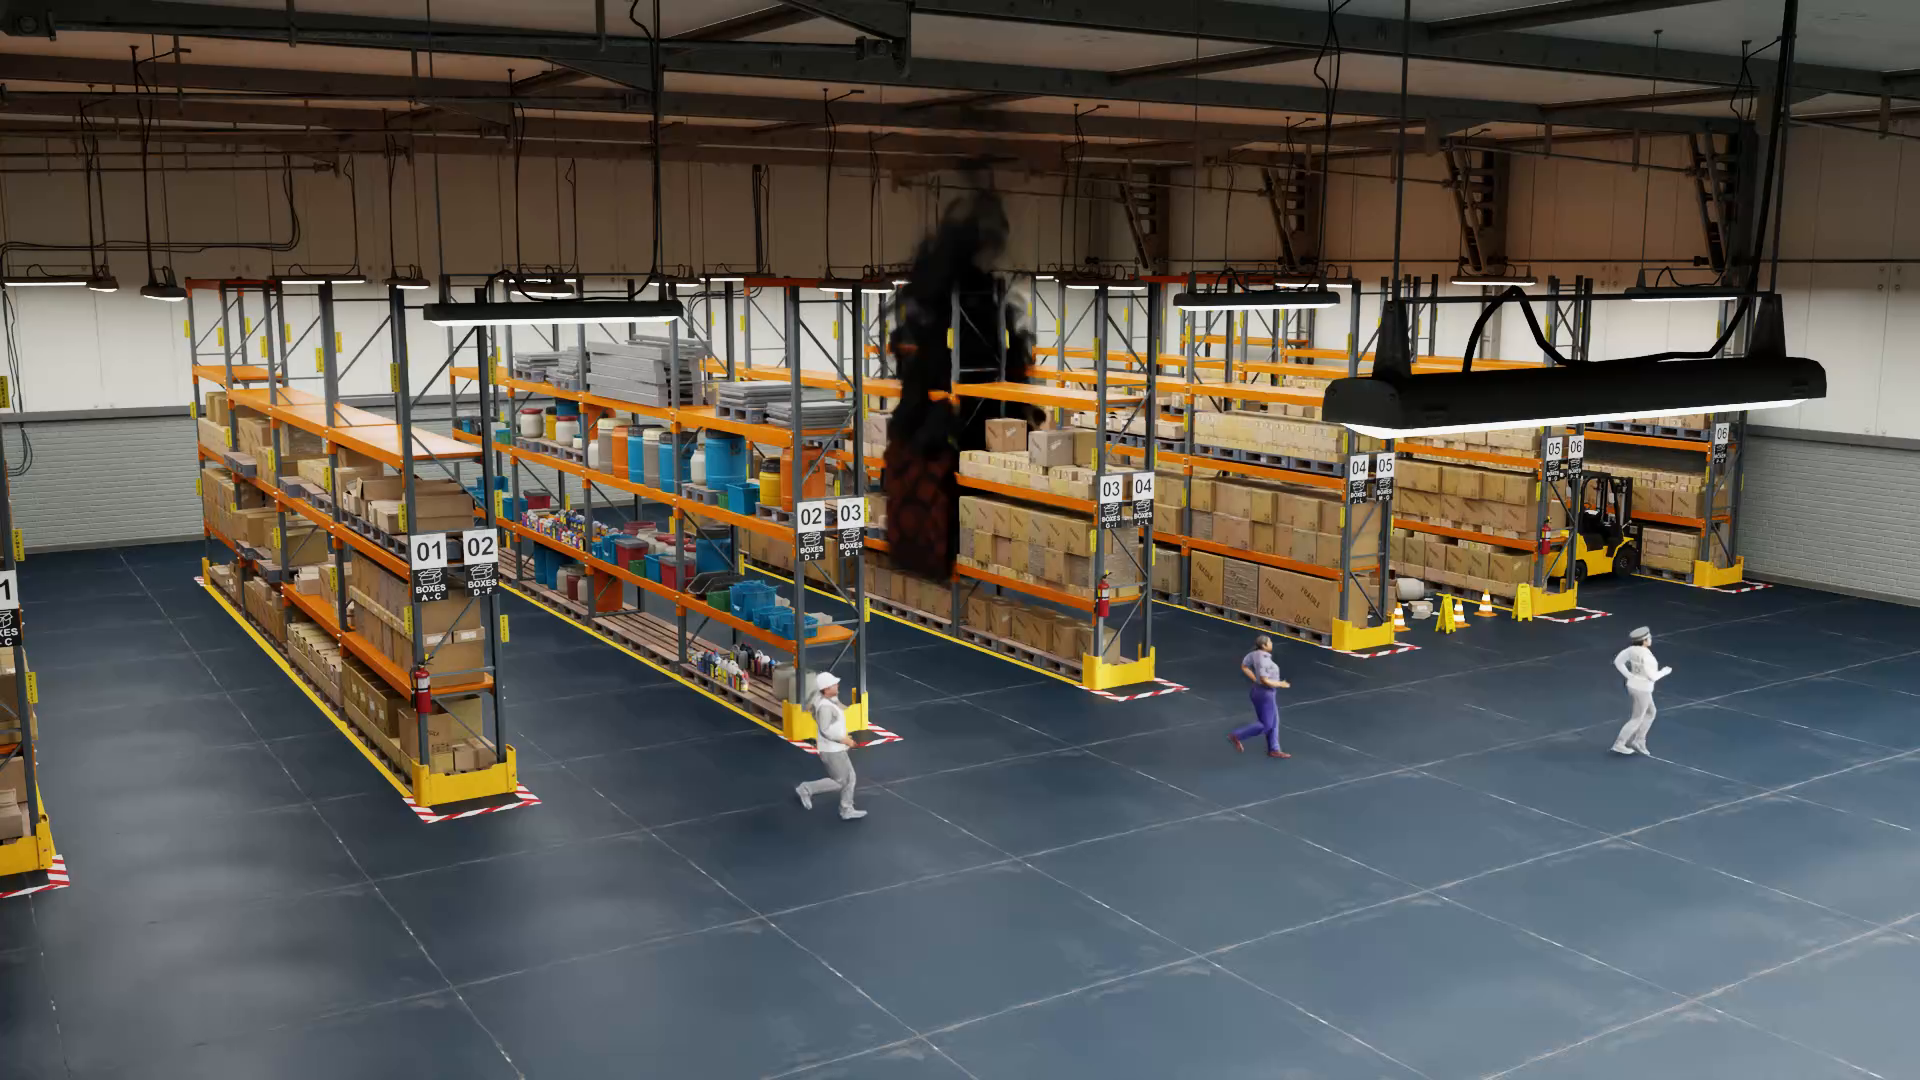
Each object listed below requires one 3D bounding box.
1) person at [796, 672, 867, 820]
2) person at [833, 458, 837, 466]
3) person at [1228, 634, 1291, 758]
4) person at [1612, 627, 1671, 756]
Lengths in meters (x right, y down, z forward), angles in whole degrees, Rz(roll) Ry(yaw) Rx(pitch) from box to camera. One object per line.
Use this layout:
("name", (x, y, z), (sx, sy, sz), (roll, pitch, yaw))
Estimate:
("person", (-1.469, 2.350, 18.918), (0.814, 1.740, 0.676), (-1, 10, -6))
("person", (-3.076, -1.358, 41.394), (0.571, 1.572, 0.614), (-7, 12, -35))
("person", (3.836, 2.006, 21.221), (0.849, 1.640, 0.607), (-1, 10, -5))
("person", (8.734, 1.954, 21.328), (0.684, 1.734, 0.592), (0, 10, -1))
